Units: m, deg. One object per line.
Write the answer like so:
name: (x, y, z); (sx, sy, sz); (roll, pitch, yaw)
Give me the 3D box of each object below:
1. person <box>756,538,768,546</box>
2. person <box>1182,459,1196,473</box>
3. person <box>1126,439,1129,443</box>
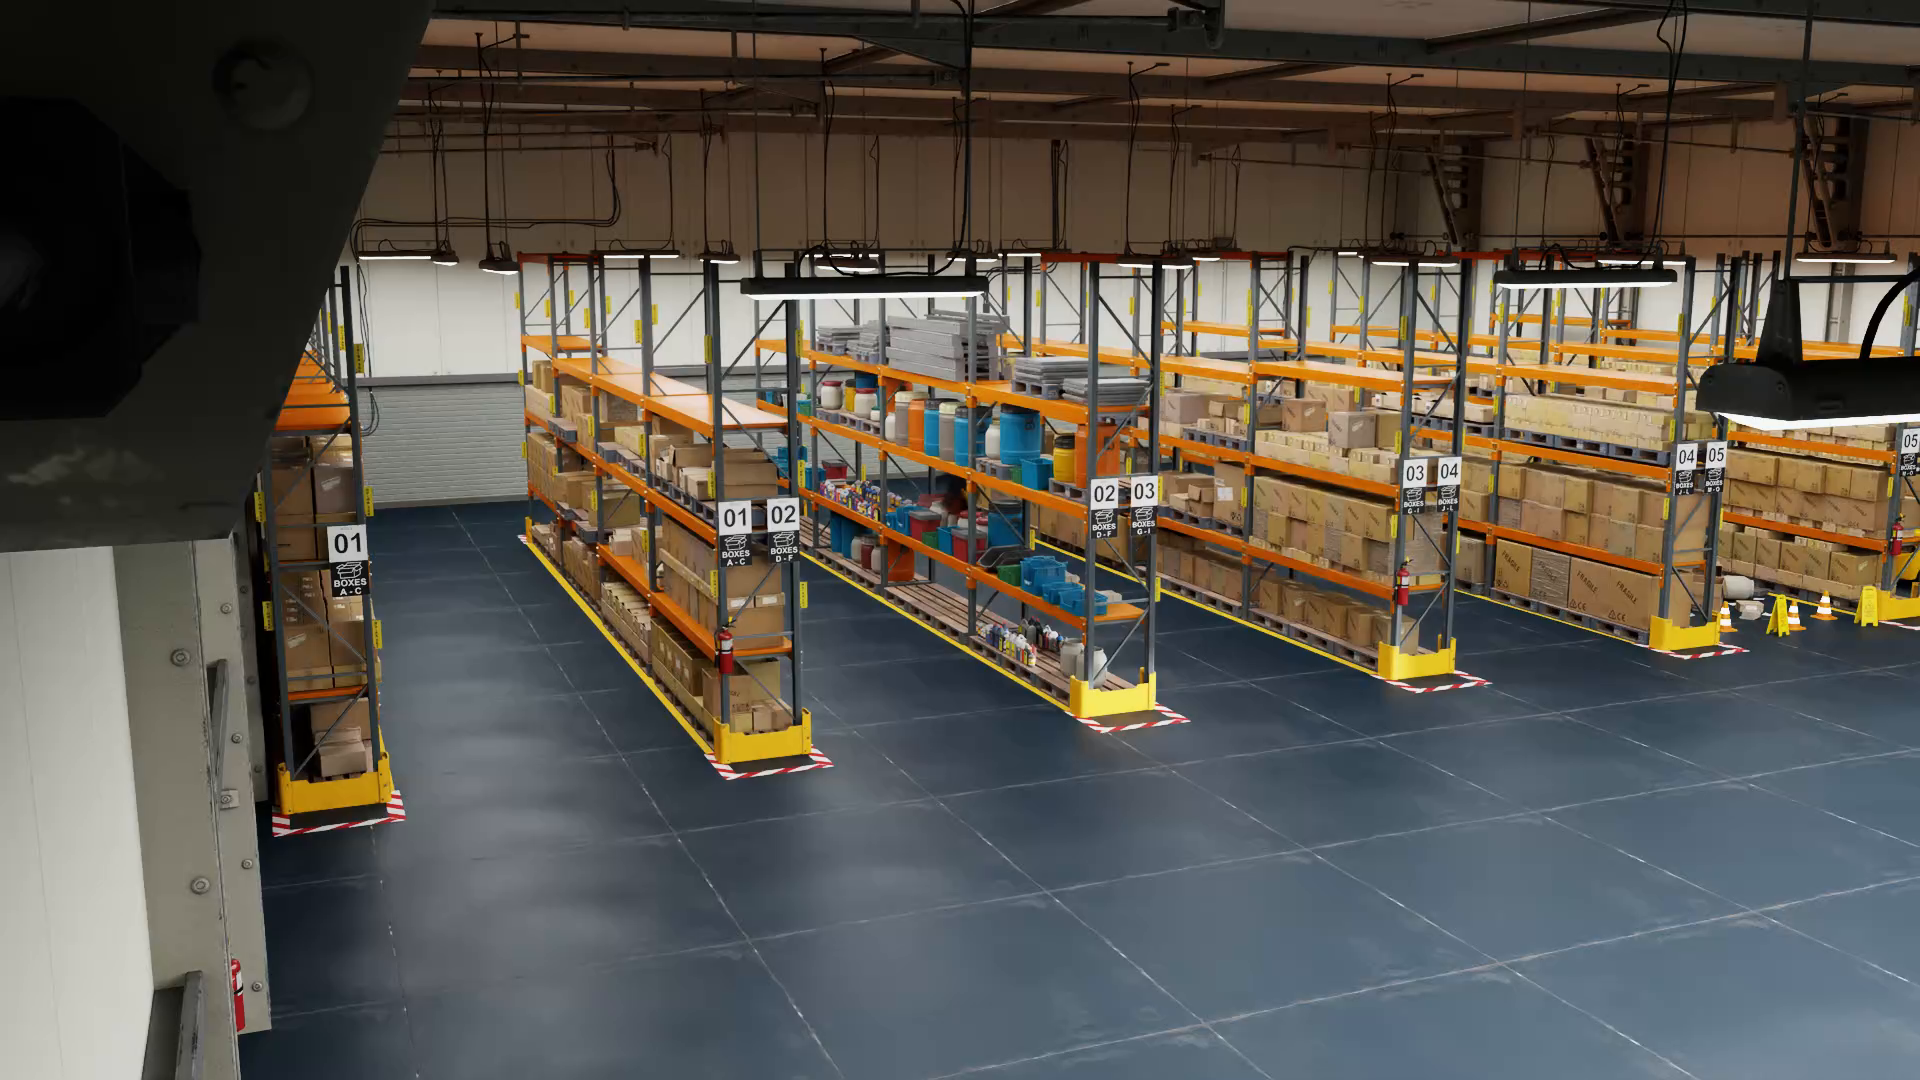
person: (-3.487, 0.003, 29.274); (0.590, 1.703, 0.725); (-6, 12, -31)
person: (5.681, -2.093, 41.761); (0.652, 1.698, 0.699); (5, 11, 24)
person: (3.904, -1.539, 38.957); (0.649, 1.662, 0.974); (-3, 11, -15)
